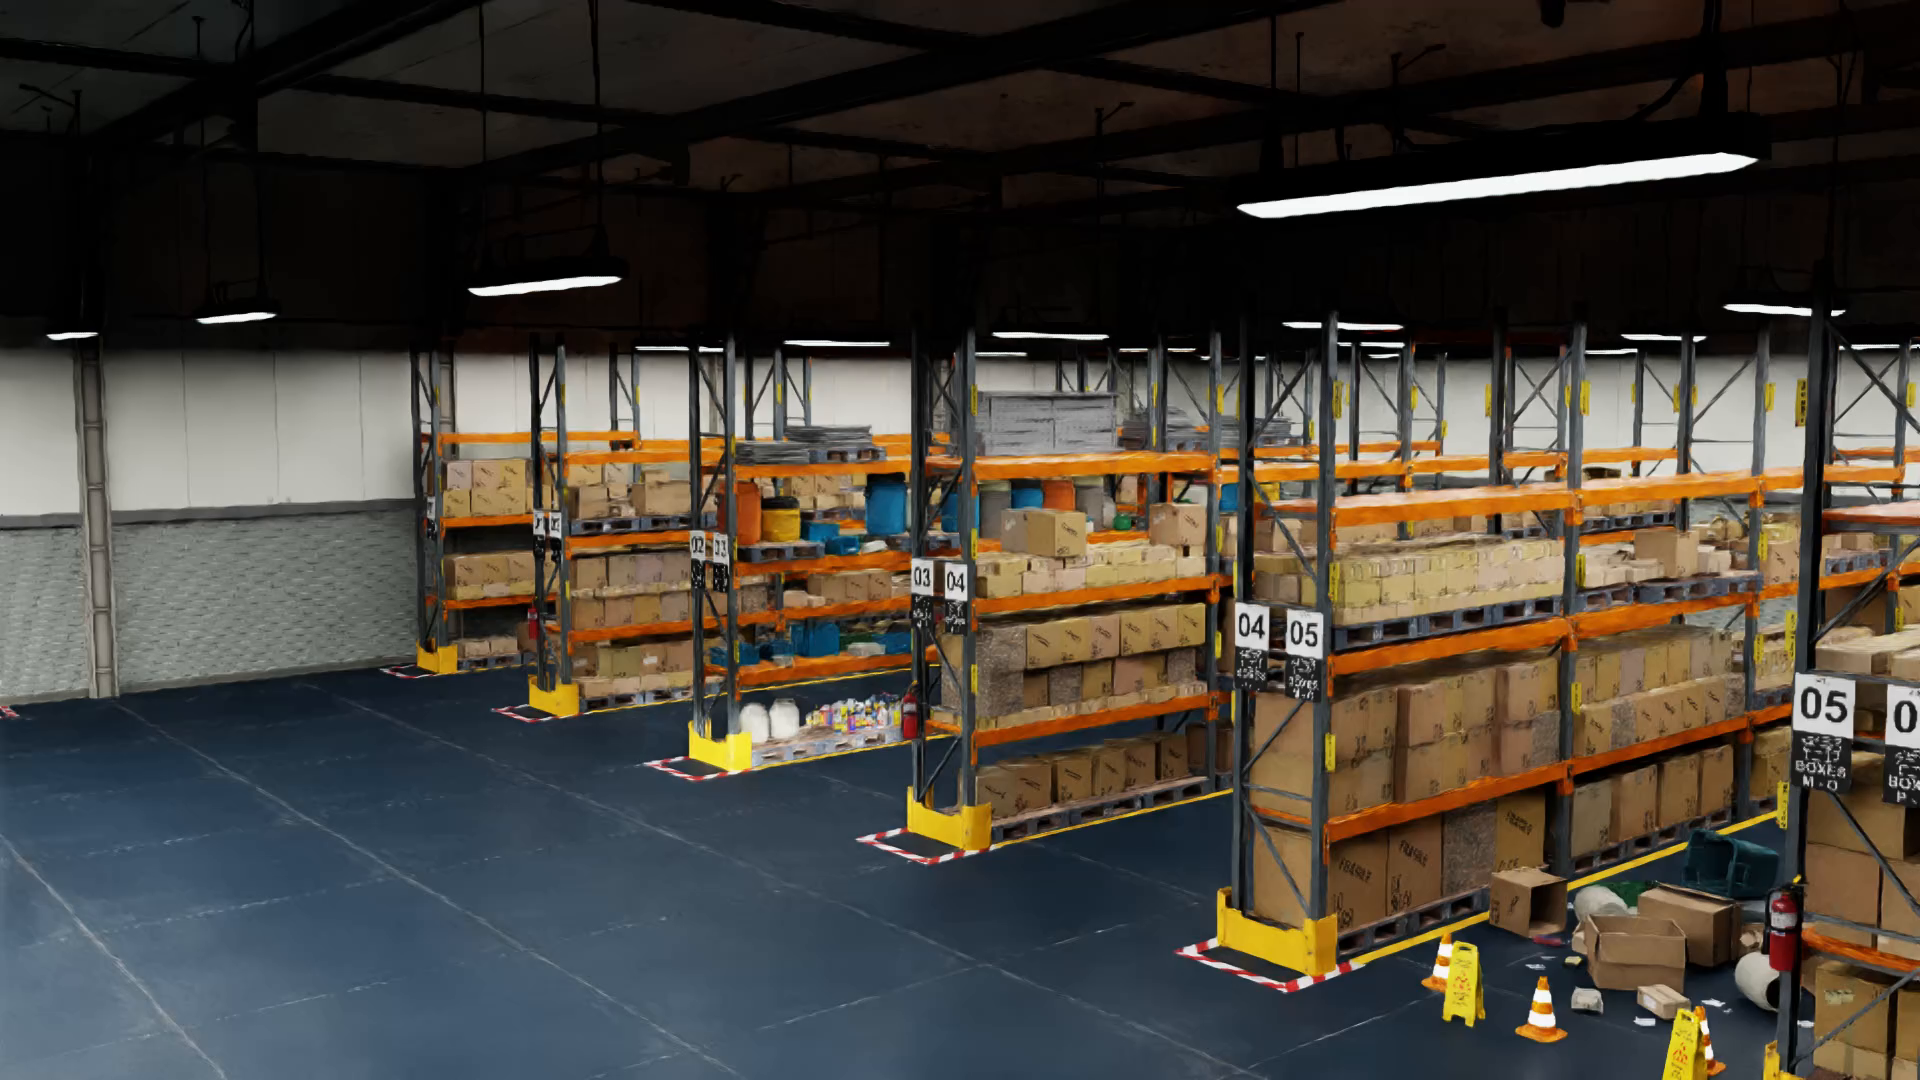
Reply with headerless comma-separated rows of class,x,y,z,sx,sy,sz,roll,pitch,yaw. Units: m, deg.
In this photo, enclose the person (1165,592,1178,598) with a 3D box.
person,3.757,1.496,30.329,0.692,1.743,0.732,-4,6,-35
